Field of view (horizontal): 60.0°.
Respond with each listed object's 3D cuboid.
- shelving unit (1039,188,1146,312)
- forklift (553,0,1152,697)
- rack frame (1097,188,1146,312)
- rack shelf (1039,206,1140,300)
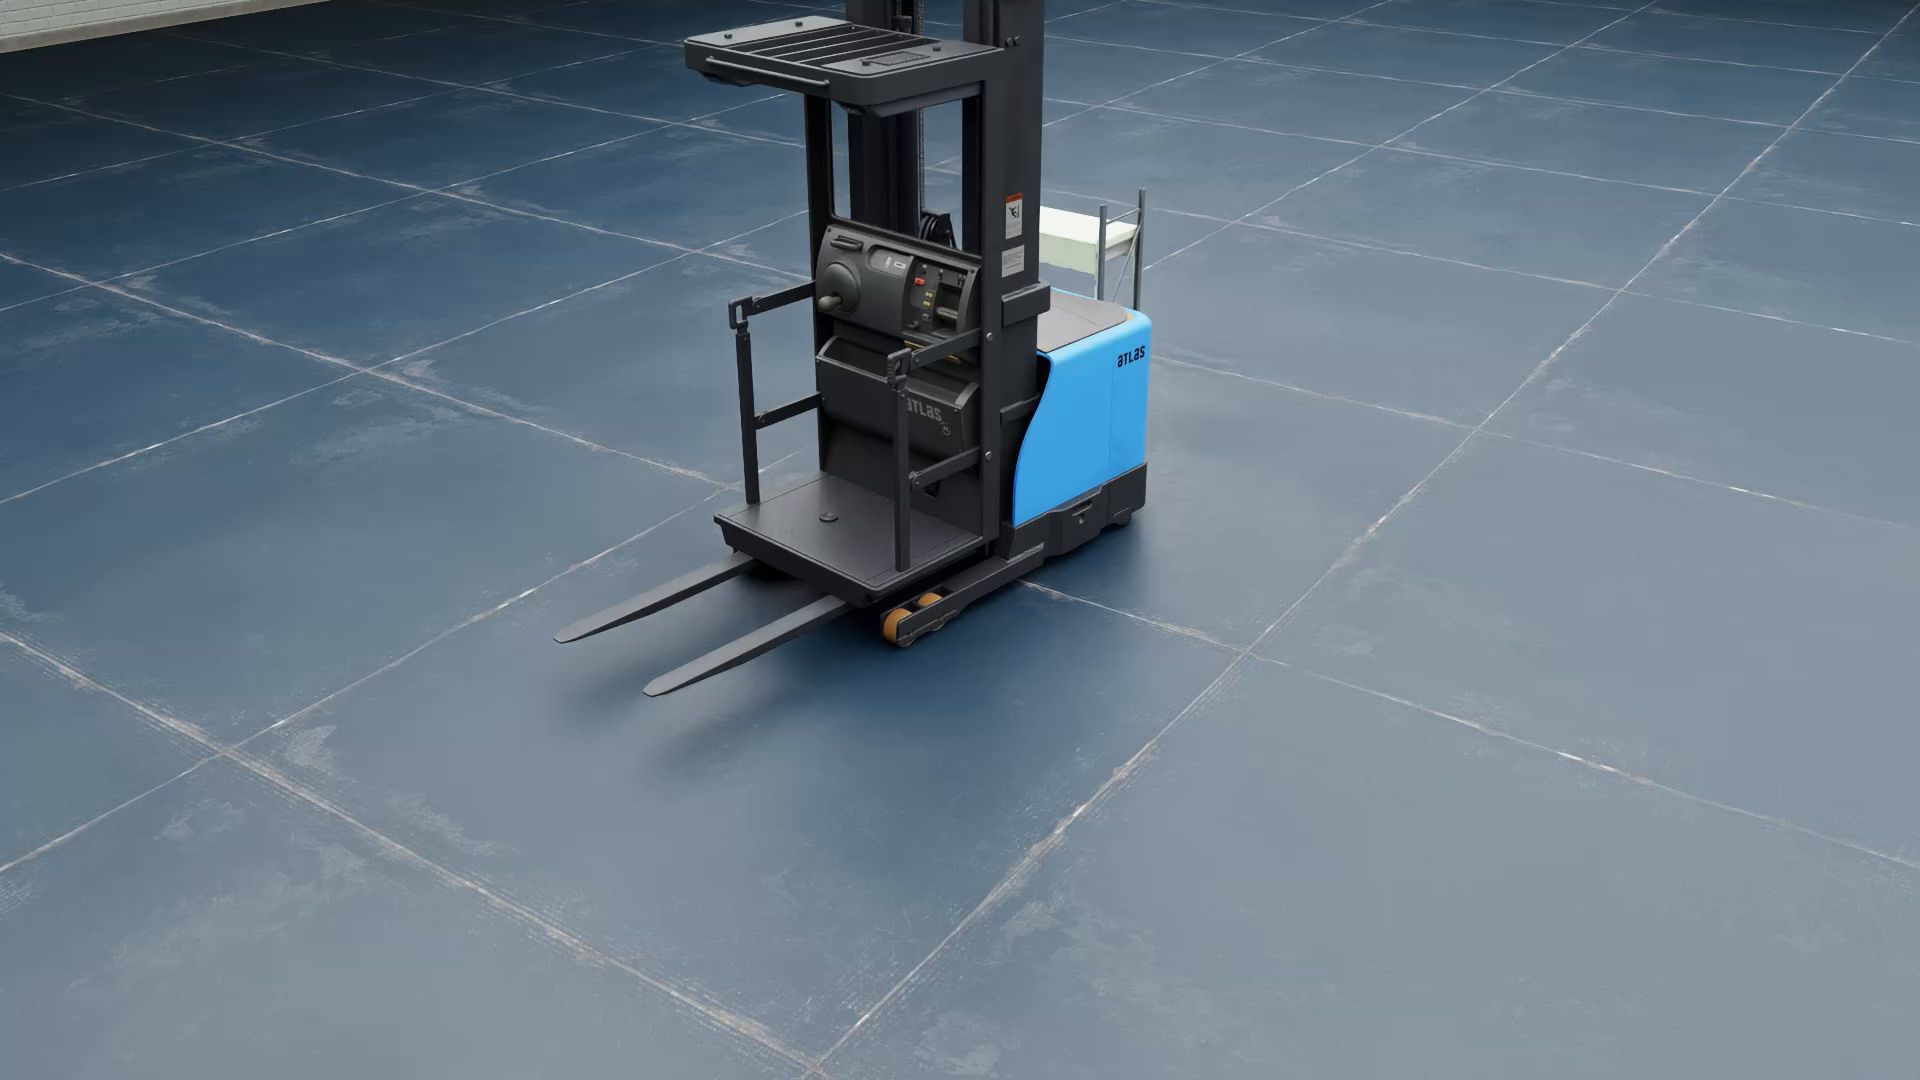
[{"bbox_3d":[0.524,-1.149,8.852,0.755,1.500,0.431,19,32,32],"label":"shelving unit"},{"bbox_3d":[-0.429,-1.097,7.174,1.130,2.935,3.031,23,35,37],"label":"forklift"},{"bbox_3d":[0.816,-1.049,8.656,0.023,1.500,0.400,19,32,32],"label":"rack frame"},{"bbox_3d":[0.525,-1.497,8.676,0.720,0.370,0.431,19,32,32],"label":"rack shelf"}]
